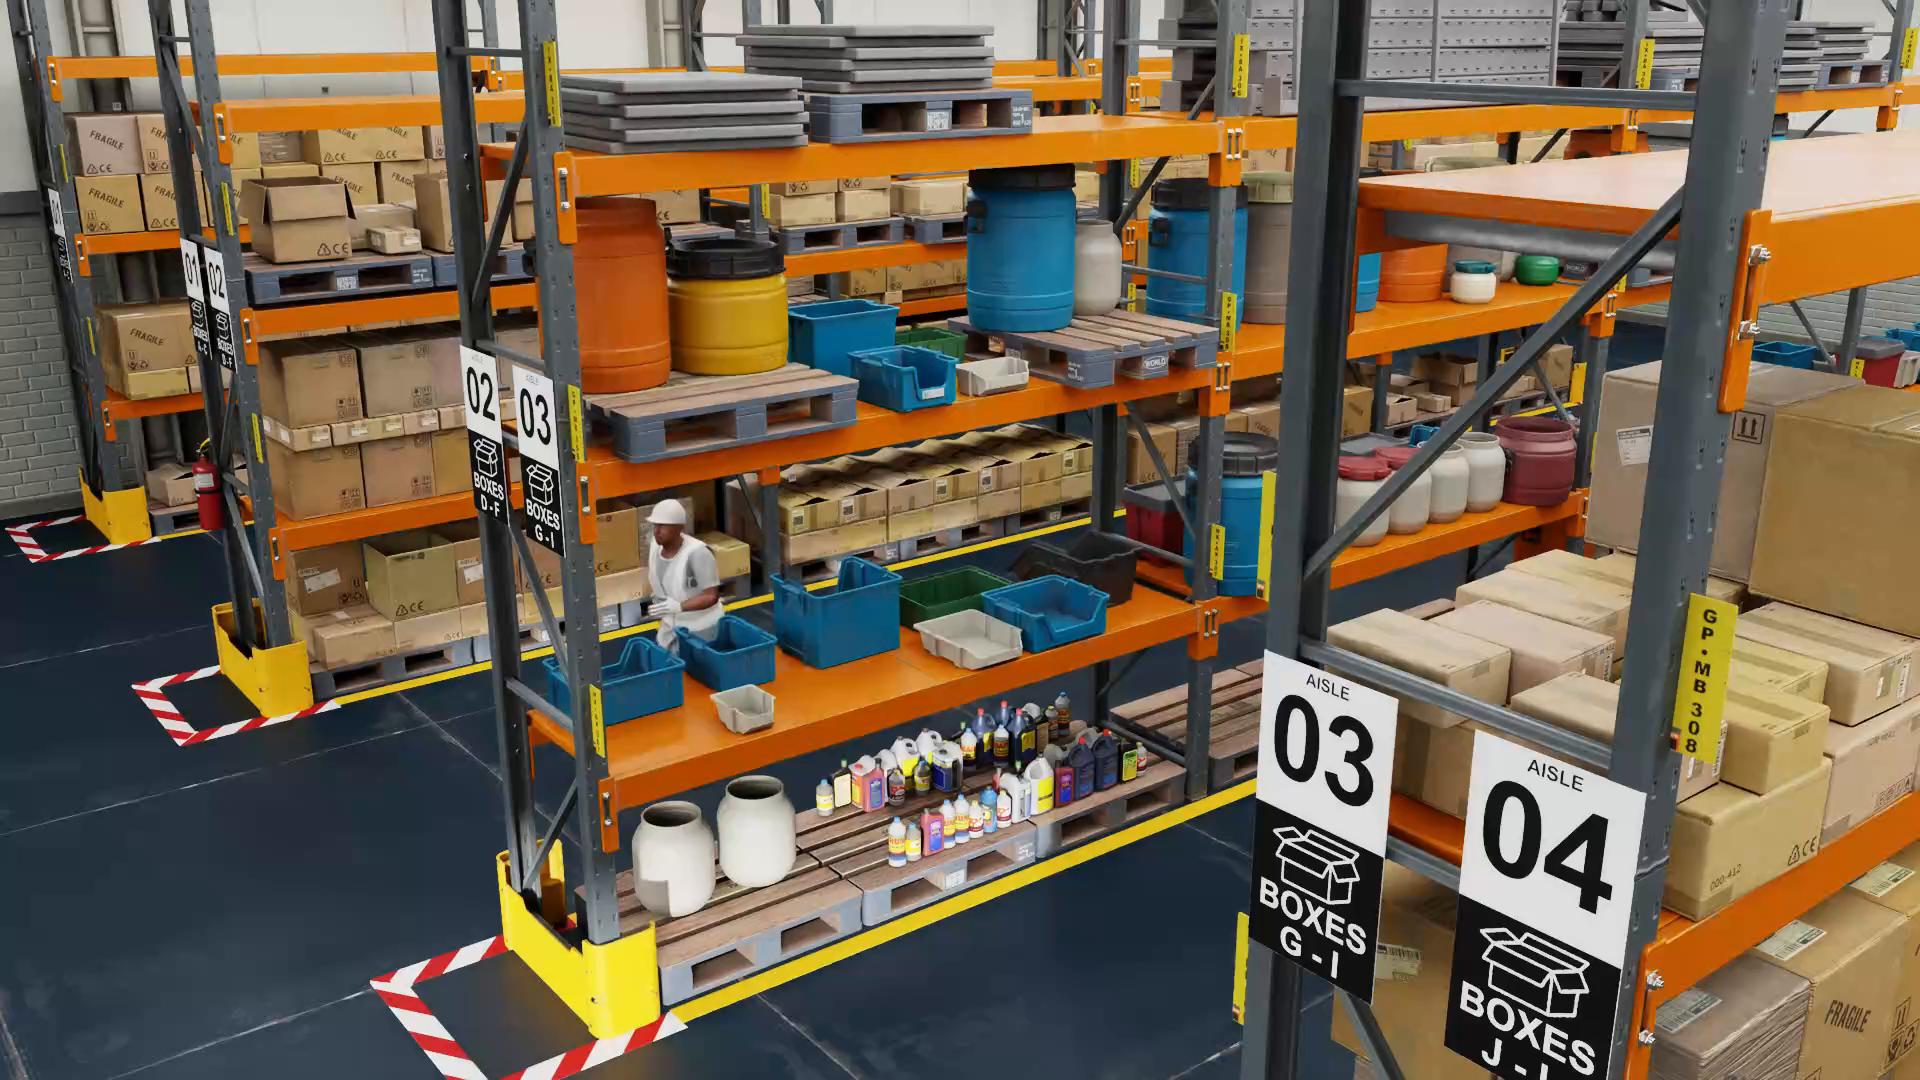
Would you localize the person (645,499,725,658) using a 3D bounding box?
[{"bbox_3d":[-1.725,0.535,10.837,0.711,1.757,0.988,13,21,34],"label":"person"}]
